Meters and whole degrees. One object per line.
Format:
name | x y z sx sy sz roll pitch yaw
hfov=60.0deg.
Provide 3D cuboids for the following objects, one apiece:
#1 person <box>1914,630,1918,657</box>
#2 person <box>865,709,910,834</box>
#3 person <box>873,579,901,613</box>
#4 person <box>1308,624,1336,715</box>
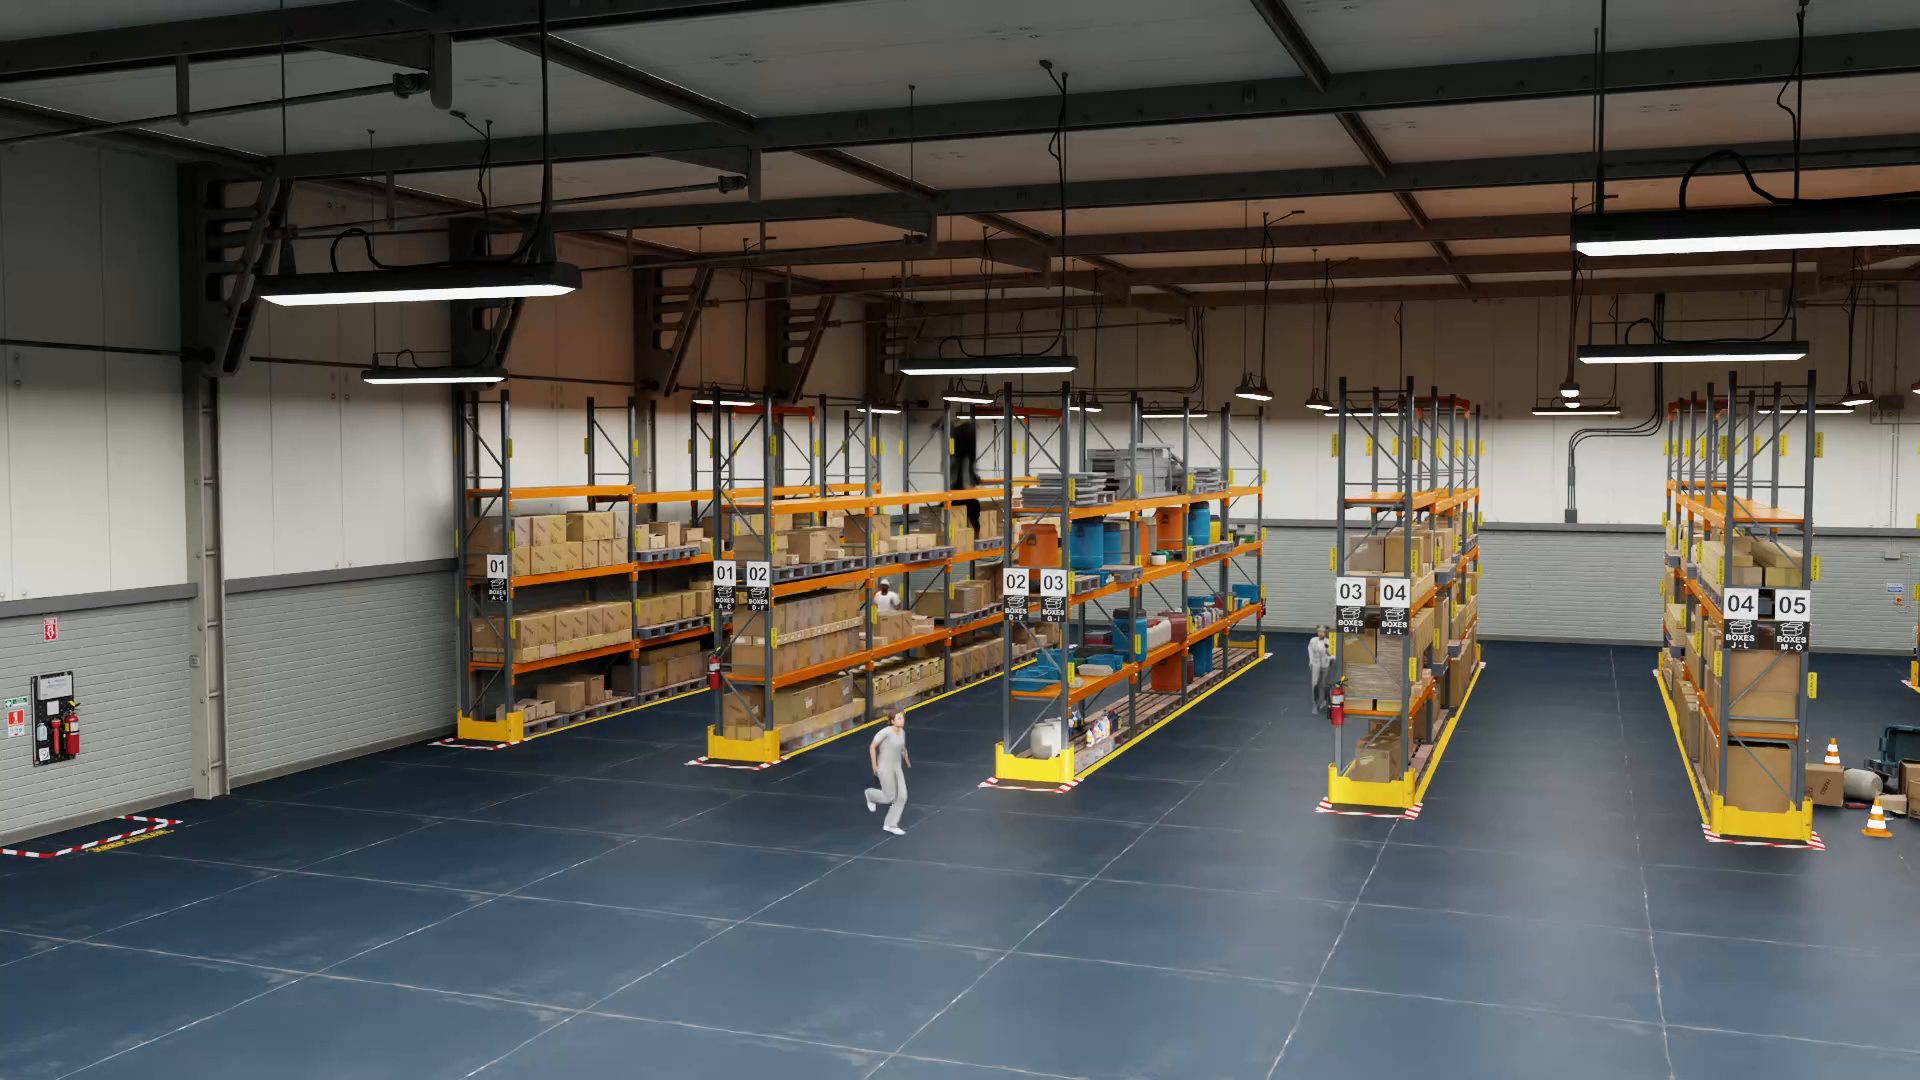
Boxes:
person | 21.167 2.140 36.229 0.627 1.741 0.656 0 3 9
person | -0.966 3.014 21.795 0.688 1.628 0.589 3 4 42
person | -1.703 1.767 37.920 0.701 1.744 0.680 1 3 22
person | 6.864 2.440 31.528 0.530 1.727 0.844 1 3 14
